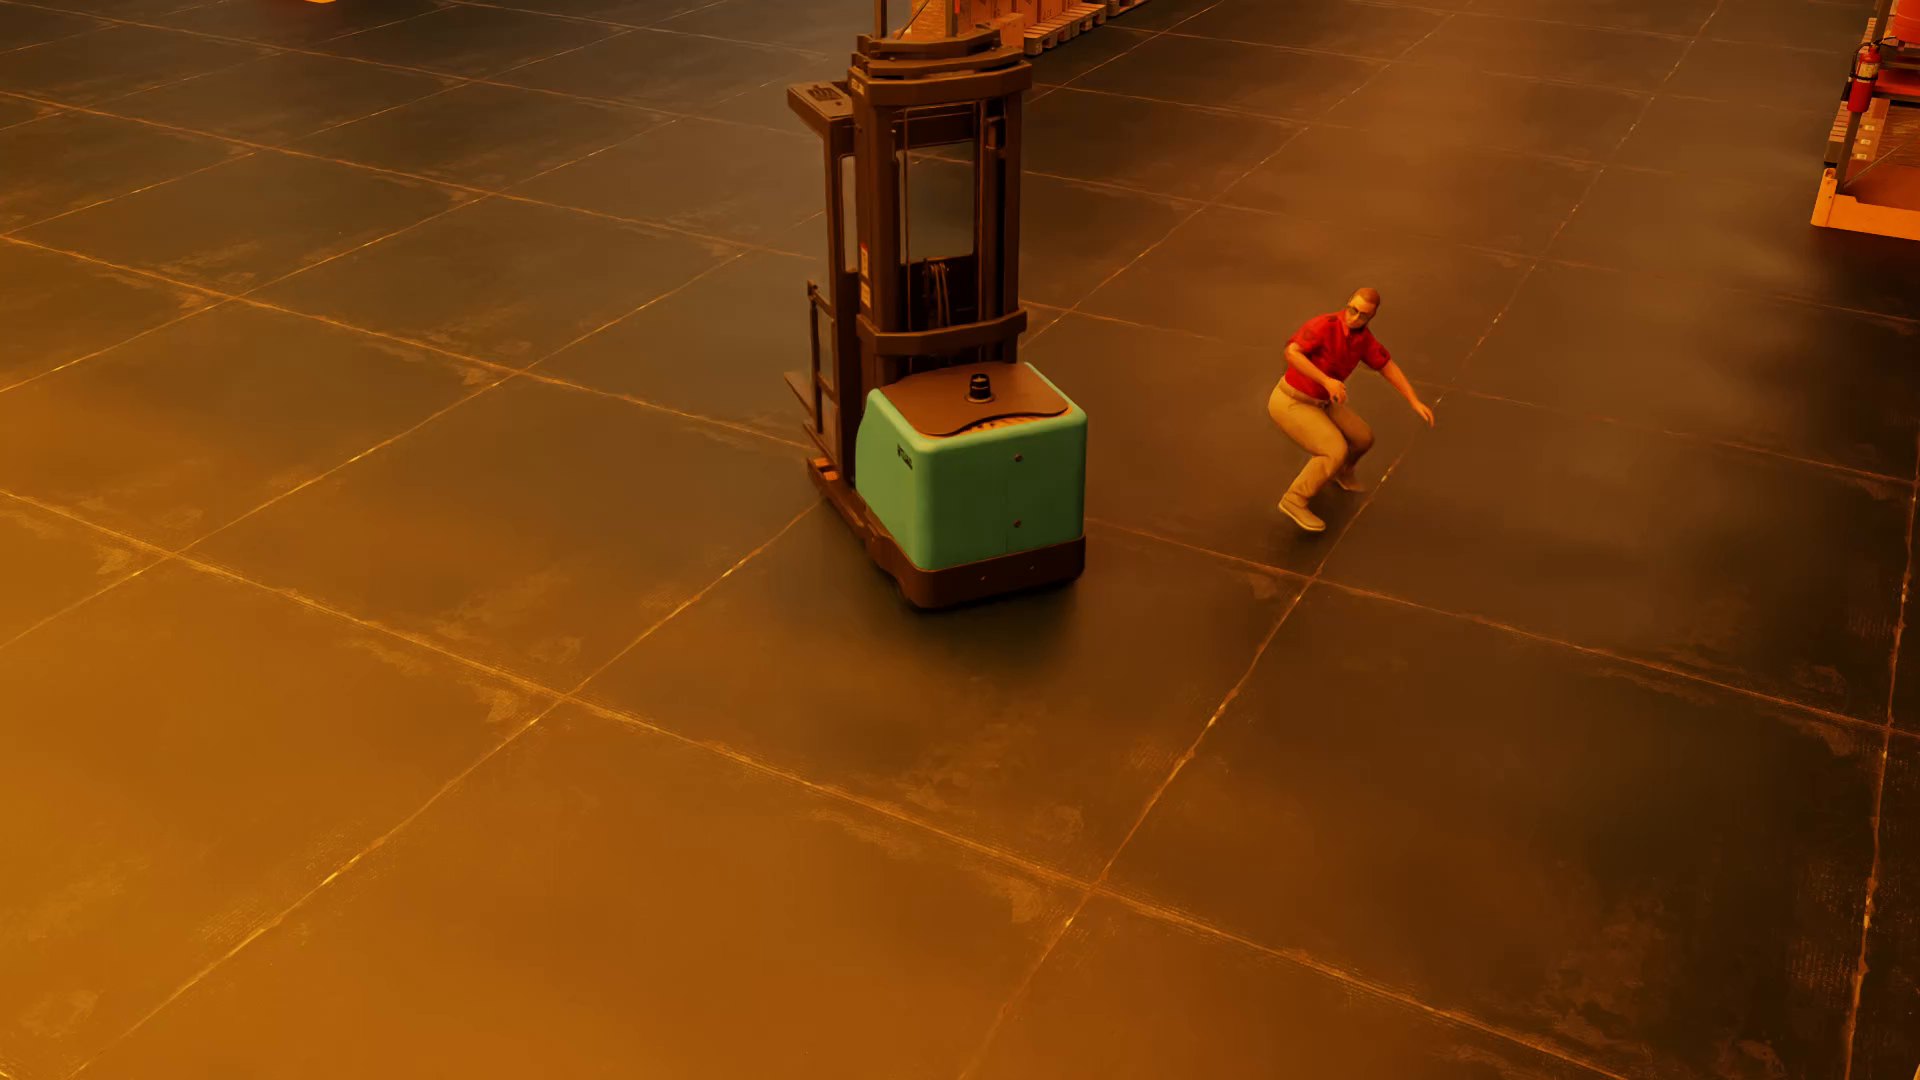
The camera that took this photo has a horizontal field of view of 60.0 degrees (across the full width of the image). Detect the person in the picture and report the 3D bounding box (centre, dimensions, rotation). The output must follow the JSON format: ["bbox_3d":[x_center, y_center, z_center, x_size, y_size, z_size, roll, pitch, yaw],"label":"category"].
[{"bbox_3d":[2.320,-0.790,9.973,0.849,1.513,0.840,23,37,34],"label":"person"}]

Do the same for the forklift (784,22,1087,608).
[{"bbox_3d":[-0.327,-1.610,9.861,1.130,2.935,3.031,-12,32,-20],"label":"forklift"}]
